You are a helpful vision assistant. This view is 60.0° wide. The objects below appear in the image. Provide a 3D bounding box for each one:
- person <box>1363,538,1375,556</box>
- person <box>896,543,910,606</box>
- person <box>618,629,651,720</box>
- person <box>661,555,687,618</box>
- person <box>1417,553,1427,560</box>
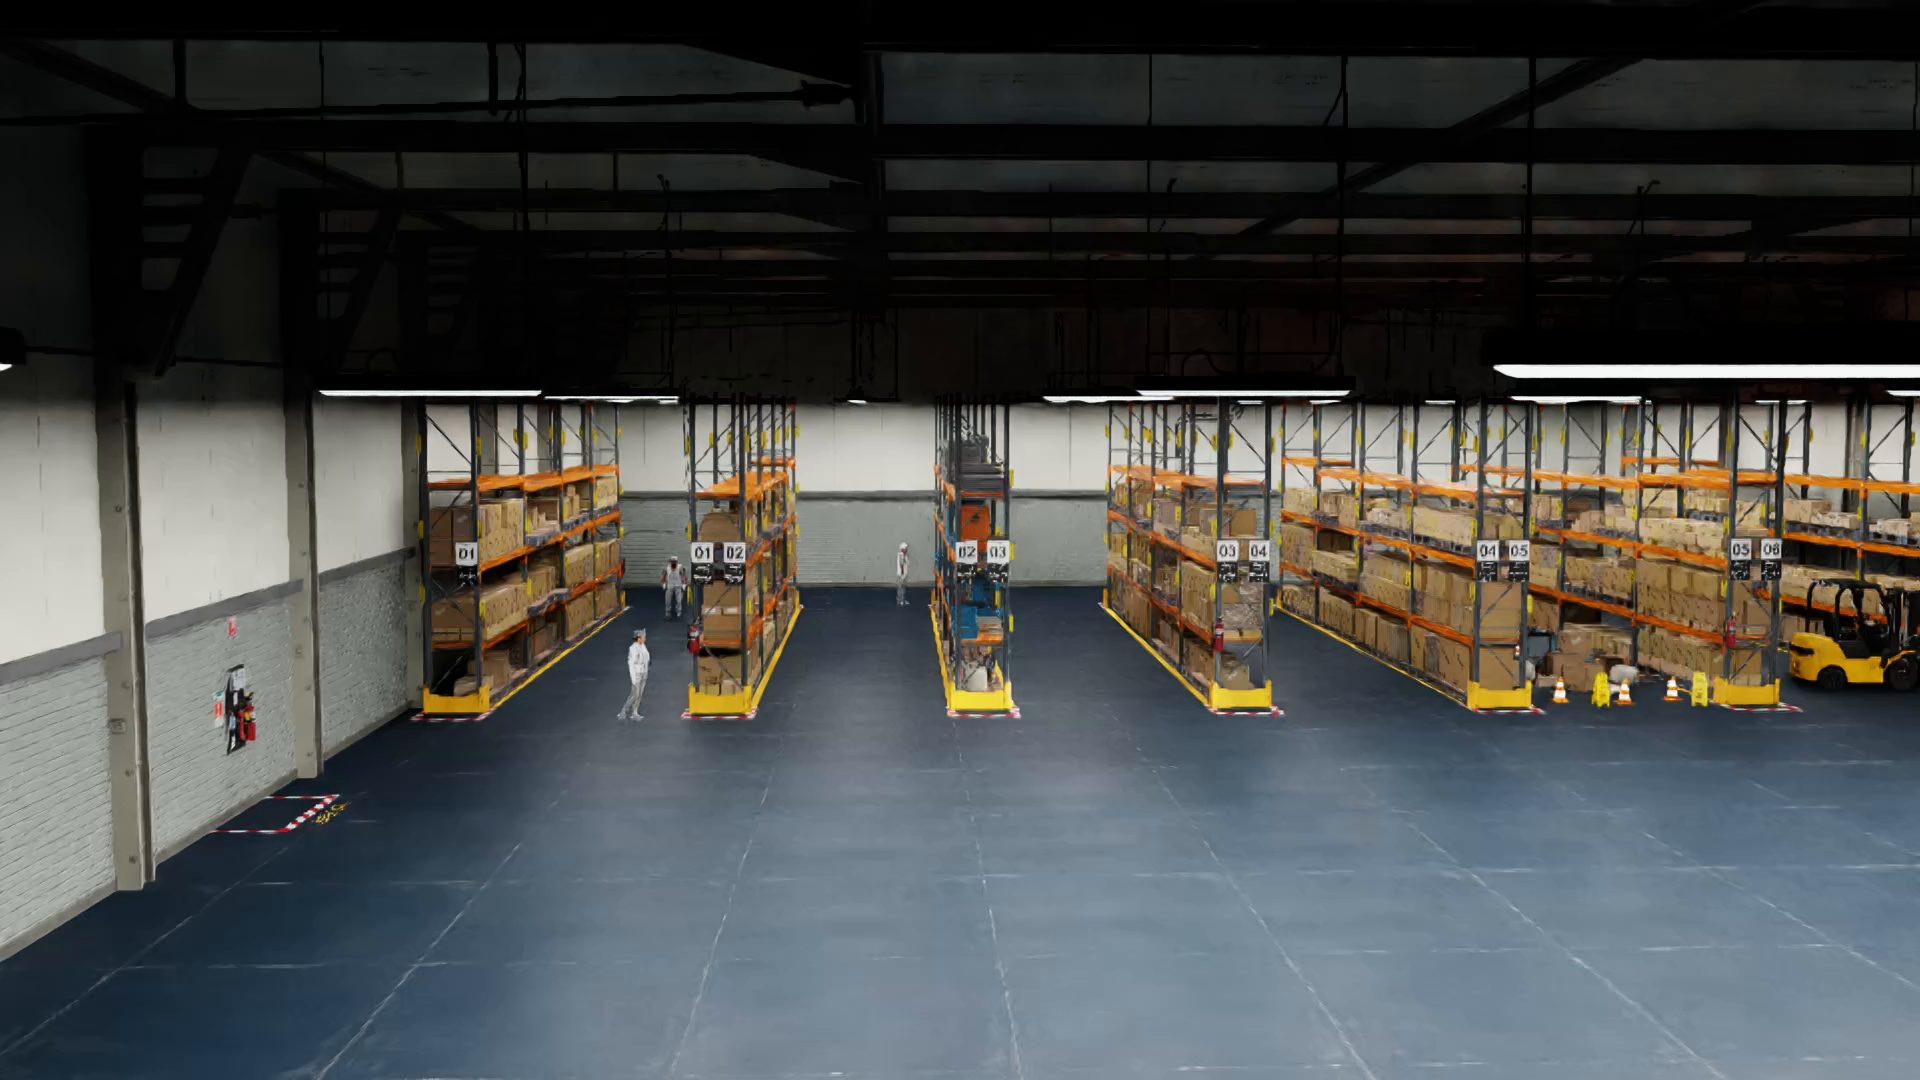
[{"bbox_3d":[12.942,0.738,52.379,0.464,1.606,0.519,-3,6,-36],"label":"person"},{"bbox_3d":[-1.638,0.975,47.923,0.400,1.776,0.628,0,5,0],"label":"person"},{"bbox_3d":[-5.934,2.456,30.328,0.454,1.657,0.642,2,5,26],"label":"person"},{"bbox_3d":[-7.724,1.265,44.916,0.677,1.742,0.552,0,5,-4],"label":"person"},{"bbox_3d":[13.116,1.102,47.213,0.499,1.672,0.575,-1,5,-13],"label":"person"}]
